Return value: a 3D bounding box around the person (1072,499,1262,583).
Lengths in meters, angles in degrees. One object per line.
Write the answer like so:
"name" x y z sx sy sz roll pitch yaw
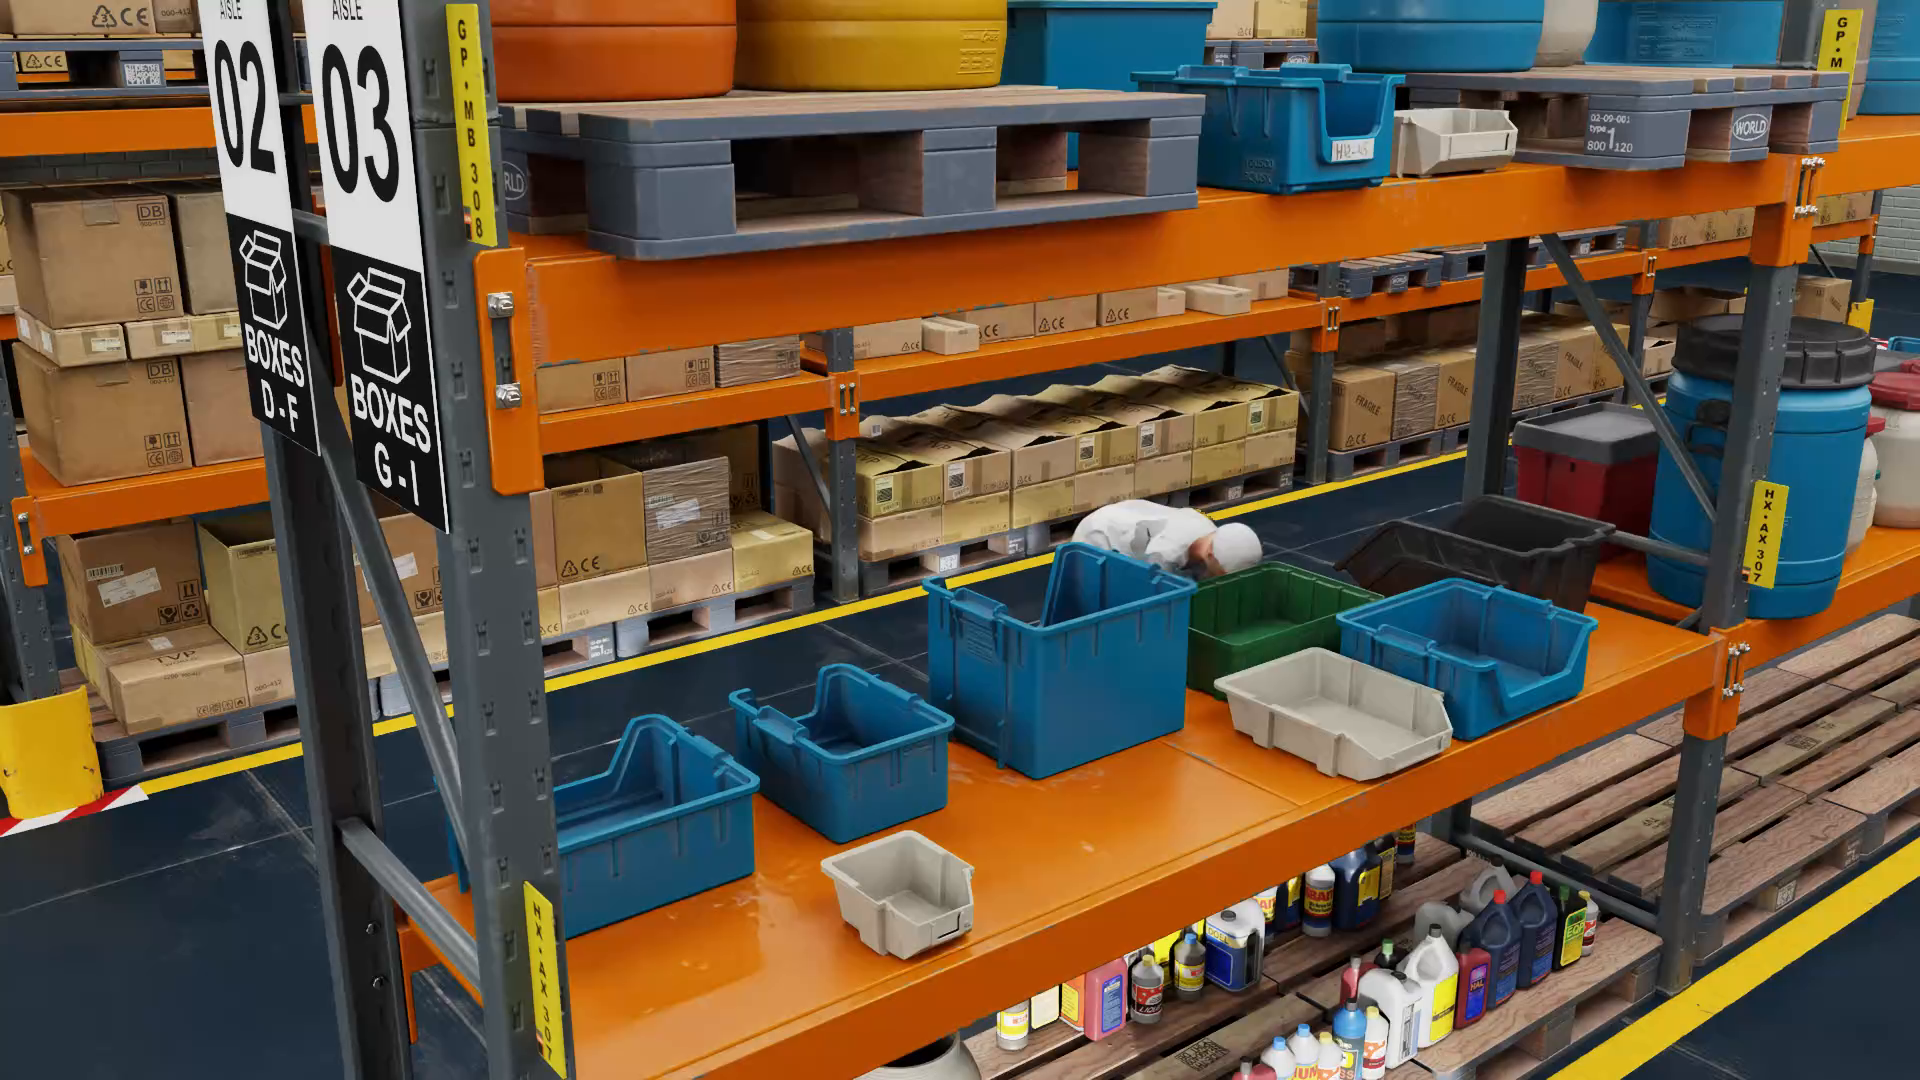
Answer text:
"person" 0.903 0.406 7.249 0.497 1.167 0.957 -14 22 -38
